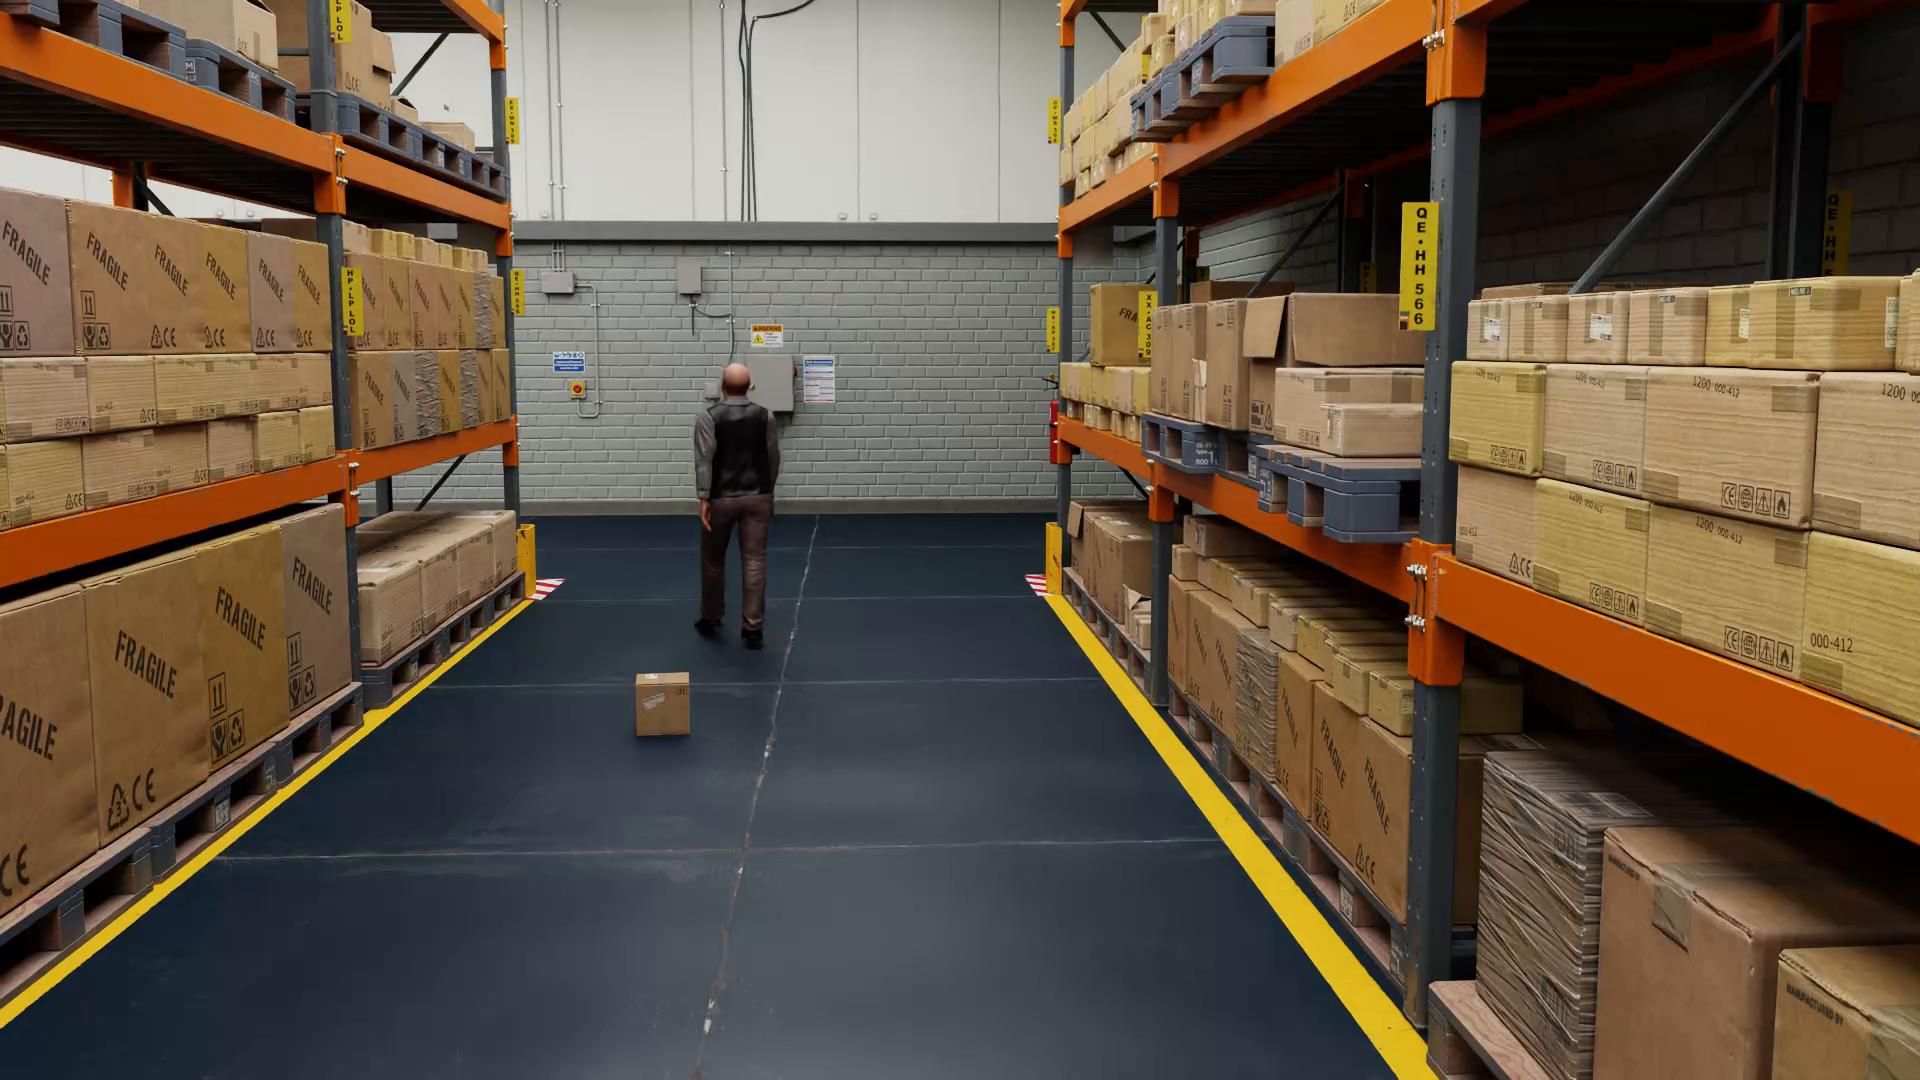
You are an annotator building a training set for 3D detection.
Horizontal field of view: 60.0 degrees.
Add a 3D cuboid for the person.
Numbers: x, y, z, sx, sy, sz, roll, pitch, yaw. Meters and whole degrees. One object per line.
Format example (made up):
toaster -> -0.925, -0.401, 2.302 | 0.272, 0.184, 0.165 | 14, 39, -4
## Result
person -> -1.393, -0.241, 10.328 | 0.550, 1.710, 0.887 | -2, 7, -17
